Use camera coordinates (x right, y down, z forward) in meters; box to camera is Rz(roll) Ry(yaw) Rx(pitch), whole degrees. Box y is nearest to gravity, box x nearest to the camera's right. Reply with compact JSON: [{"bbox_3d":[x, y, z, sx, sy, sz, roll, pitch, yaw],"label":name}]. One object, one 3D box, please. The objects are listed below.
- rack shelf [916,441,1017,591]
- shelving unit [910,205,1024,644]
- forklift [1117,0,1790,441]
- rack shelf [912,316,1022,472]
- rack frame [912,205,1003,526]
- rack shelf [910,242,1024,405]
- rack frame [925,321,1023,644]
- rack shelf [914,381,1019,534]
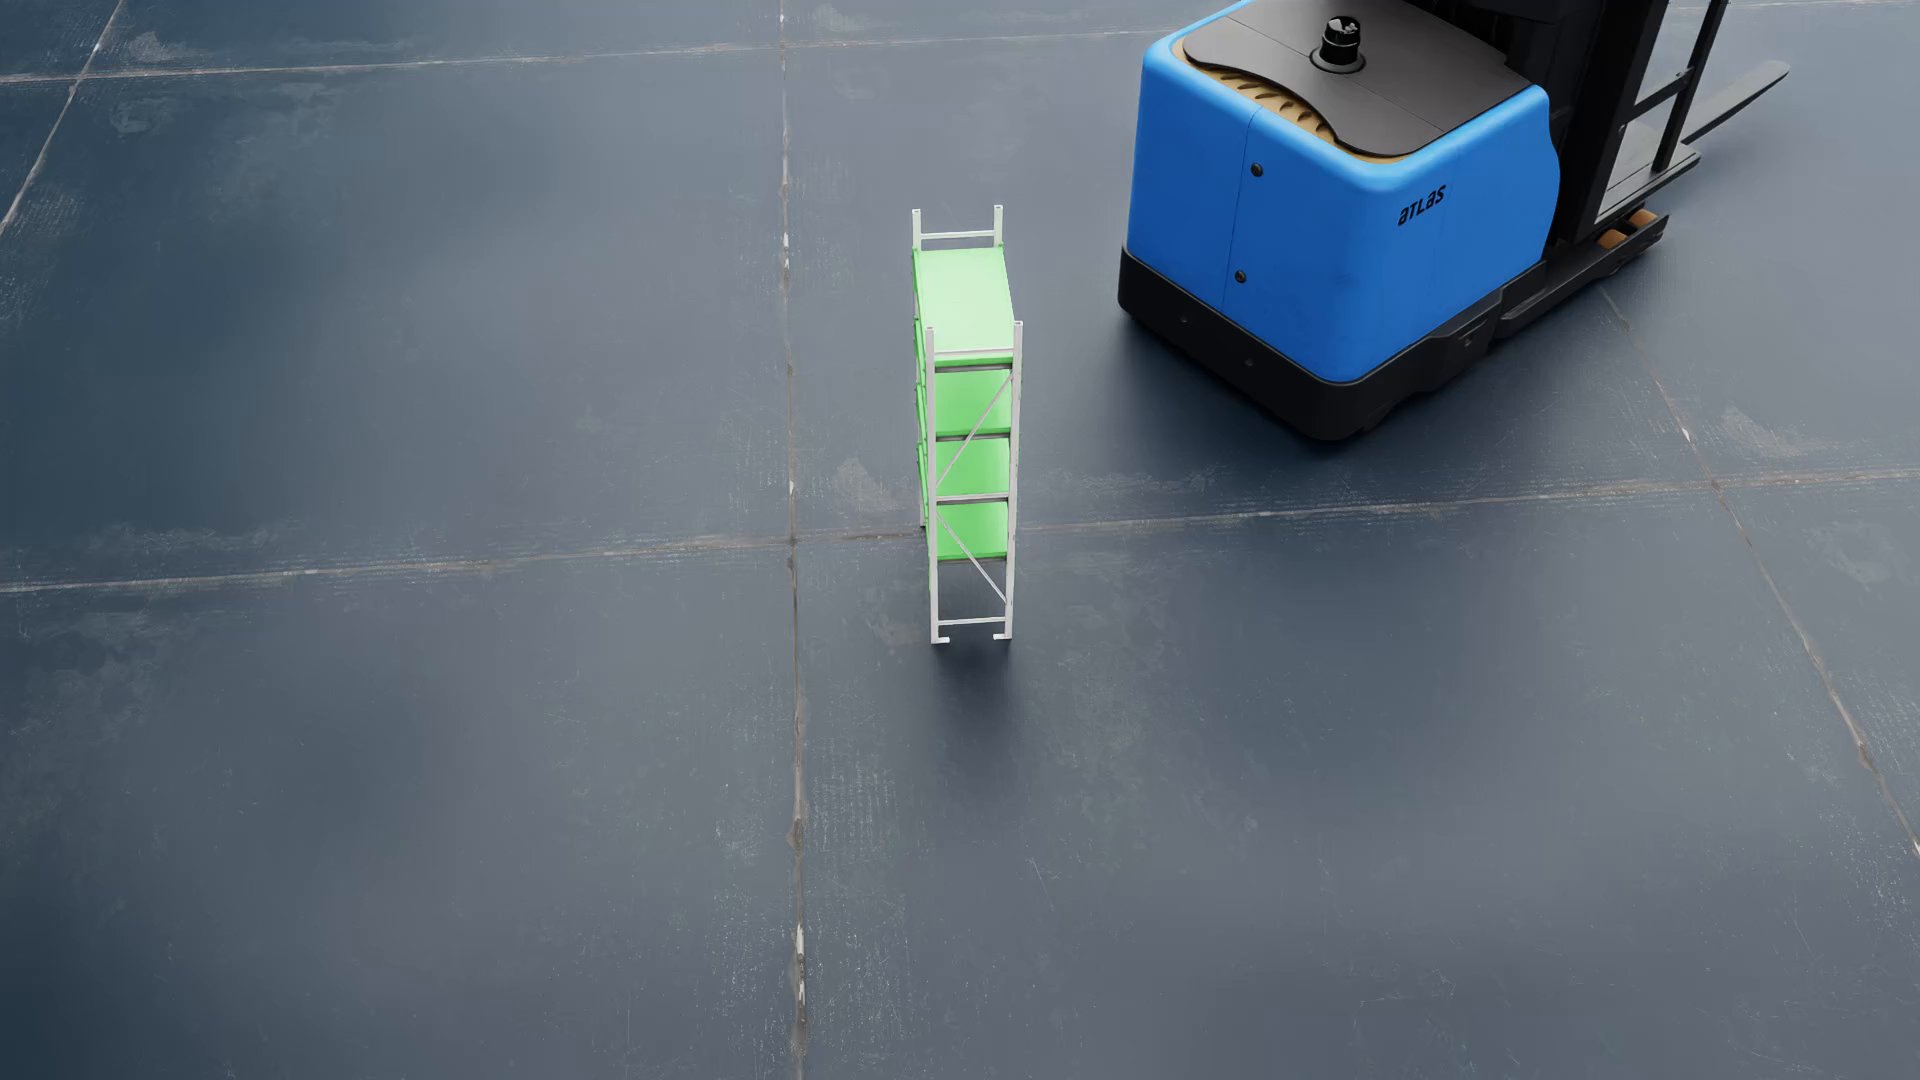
[{"bbox_3d":[0.014,-0.084,4.922,0.258,0.148,0.480,-3,47,-3],"label":"rack shelf"},{"bbox_3d":[0.014,-0.293,4.701,0.258,1.200,0.503,-3,47,-3],"label":"shelving unit"},{"bbox_3d":[2.014,-2.255,5.367,3.031,2.935,1.130,-32,54,-26],"label":"forklift"},{"bbox_3d":[0.014,-0.414,4.573,0.258,0.148,0.480,-3,47,-3],"label":"rack shelf"},{"bbox_3d":[-0.007,-0.469,4.868,0.240,1.200,0.015,-3,47,-3],"label":"rack frame"},{"bbox_3d":[0.014,-0.579,4.399,0.258,0.148,0.480,-3,47,-3],"label":"rack shelf"},{"bbox_3d":[0.034,-0.116,4.534,0.240,1.200,0.015,-3,47,-3],"label":"rack frame"},{"bbox_3d":[0.014,-0.249,4.747,0.258,0.148,0.480,-3,47,-3],"label":"rack shelf"}]
